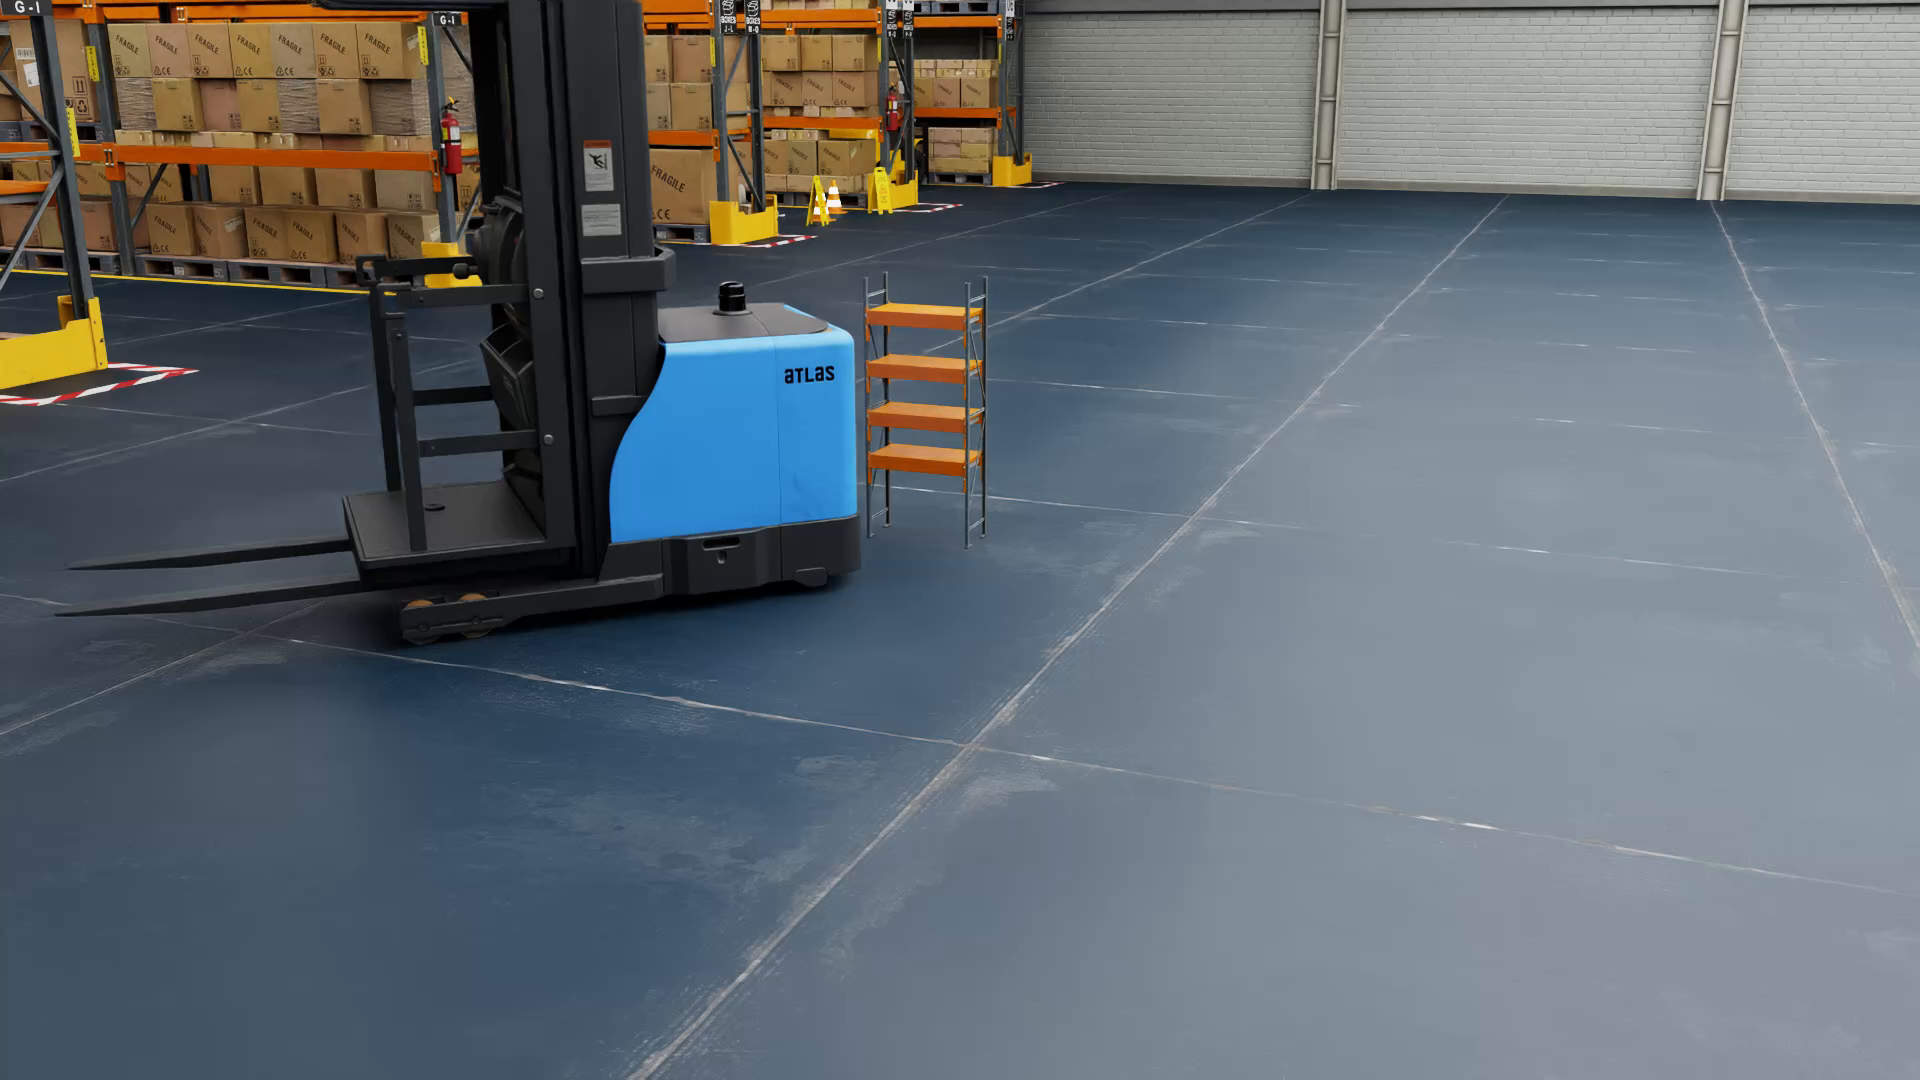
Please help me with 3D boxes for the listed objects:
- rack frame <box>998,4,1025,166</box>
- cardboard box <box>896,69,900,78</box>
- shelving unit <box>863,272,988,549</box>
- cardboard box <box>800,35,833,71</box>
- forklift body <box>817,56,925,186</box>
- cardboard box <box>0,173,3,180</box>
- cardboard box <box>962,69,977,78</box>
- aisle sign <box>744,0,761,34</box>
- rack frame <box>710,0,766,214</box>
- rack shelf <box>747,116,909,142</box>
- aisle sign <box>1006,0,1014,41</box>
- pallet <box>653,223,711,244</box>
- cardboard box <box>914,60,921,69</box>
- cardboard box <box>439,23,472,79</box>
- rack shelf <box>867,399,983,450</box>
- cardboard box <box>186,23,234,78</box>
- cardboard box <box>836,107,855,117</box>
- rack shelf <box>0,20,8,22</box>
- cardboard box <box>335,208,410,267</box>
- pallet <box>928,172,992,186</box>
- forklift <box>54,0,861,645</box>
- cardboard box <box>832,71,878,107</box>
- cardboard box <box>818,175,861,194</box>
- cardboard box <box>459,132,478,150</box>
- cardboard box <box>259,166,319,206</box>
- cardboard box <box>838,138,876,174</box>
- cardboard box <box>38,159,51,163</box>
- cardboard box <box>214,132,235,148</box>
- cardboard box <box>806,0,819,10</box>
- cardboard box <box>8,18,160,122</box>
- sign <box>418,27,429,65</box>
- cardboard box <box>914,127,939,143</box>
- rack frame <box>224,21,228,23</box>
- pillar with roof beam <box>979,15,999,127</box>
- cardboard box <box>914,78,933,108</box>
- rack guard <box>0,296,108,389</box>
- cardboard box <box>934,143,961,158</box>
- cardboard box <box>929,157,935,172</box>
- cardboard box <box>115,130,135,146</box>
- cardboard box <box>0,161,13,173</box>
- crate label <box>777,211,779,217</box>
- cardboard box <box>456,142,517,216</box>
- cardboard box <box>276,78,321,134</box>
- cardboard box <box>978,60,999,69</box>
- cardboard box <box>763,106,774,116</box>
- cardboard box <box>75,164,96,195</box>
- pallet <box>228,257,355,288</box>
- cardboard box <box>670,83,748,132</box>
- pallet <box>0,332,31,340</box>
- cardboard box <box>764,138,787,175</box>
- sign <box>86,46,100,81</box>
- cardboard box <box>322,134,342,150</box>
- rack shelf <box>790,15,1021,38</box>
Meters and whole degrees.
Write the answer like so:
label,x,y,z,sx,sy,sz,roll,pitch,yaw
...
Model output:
label,x,y,z,sx,sy,sz,roll,pitch,yaw
rack frame,0.893,-7.695,28.801,0.127,3.000,1.000,6,17,21
cardboard box,-0.934,-8.192,29.167,0.250,0.149,0.380,6,17,20
shelving unit,-0.154,-0.593,7.565,0.503,1.200,0.258,6,17,21
cardboard box,-1.948,-7.128,24.341,0.500,0.500,0.700,6,17,21
forklift body,-1.540,-7.009,27.958,1.214,2.155,2.313,6,17,21
cardboard box,-14.220,-5.266,24.261,0.250,0.149,0.380,7,17,22
cardboard box,0.219,-8.036,28.632,0.250,0.149,0.380,7,17,22
aisle sign,-2.471,-6.433,19.788,0.004,0.787,0.394,6,17,21
rack frame,-2.647,-5.114,19.908,0.127,3.000,1.000,6,17,21
rack shelf,-2.785,-6.267,25.171,4.000,0.370,1.077,6,17,21
aisle sign,0.847,-8.861,28.153,0.004,0.787,0.394,6,17,21
pallet,-3.419,-3.836,20.508,1.213,0.211,1.003,6,17,21
cardboard box,-0.741,-8.284,28.954,0.250,0.149,0.380,7,17,22
cardboard box,-4.972,-4.636,15.755,0.500,0.500,0.500,6,17,21
rack shelf,-0.154,-0.529,7.583,0.480,0.148,0.258,6,17,21
cardboard box,-7.026,-4.704,15.990,0.500,0.500,0.500,6,17,21
cardboard box,-1.627,-6.267,24.331,0.250,0.149,0.380,6,17,20
rack shelf,-15.670,-7.641,24.523,4.000,0.370,1.077,6,17,21
cardboard box,-5.704,-2.959,16.217,0.500,0.500,0.500,12,20,35
pallet,0.166,-6.424,29.422,1.213,0.211,1.003,6,17,21
forklift,-1.983,-1.178,6.473,3.031,2.935,1.130,-7,18,-22
cardboard box,-1.531,-6.583,24.255,0.500,0.500,0.500,6,17,20
cardboard box,-1.798,-5.304,24.743,0.500,0.250,0.500,6,17,20
cardboard box,-4.738,-3.808,15.861,0.250,0.149,0.380,6,17,21
cardboard box,-8.741,-4.879,22.382,0.750,0.750,1.050,7,17,21
cardboard box,-1.596,-5.806,25.125,0.500,0.500,0.500,6,17,19
cardboard box,-12.723,-5.505,23.640,0.500,0.250,0.500,7,18,22
cardboard box,-7.020,-3.905,16.194,0.250,0.149,0.380,6,17,21
cardboard box,-2.048,-7.788,24.189,0.250,0.149,0.380,6,17,21
cardboard box,-8.969,-4.854,17.185,1.000,1.000,1.000,6,17,21
sign,-4.783,-4.403,14.818,0.005,0.325,0.100,6,17,21
cardboard box,-0.600,-7.123,29.214,0.500,0.250,0.500,7,17,21
rack frame,-12.088,-7.635,28.594,0.127,3.000,1.000,6,17,21
pillar with roof beam,-1.003,-9.765,25.169,0.400,9.000,9.100,6,17,21
cardboard box,-0.617,-7.834,29.097,0.500,0.500,0.500,6,17,20
rack guard,-6.466,-1.348,11.421,0.348,0.500,1.175,6,17,21
cardboard box,-0.137,-6.840,29.135,0.500,0.250,0.500,6,17,20
cardboard box,-0.581,-6.650,29.377,0.500,0.250,0.500,6,17,21
cardboard box,-8.192,-4.026,16.612,0.250,0.149,0.380,6,17,21
cardboard box,-14.054,-5.548,24.699,0.250,0.149,0.380,7,18,23
crate label,-2.643,-4.484,22.874,0.298,0.136,0.250,-2,16,-8
cardboard box,-5.808,-4.622,21.271,0.875,0.875,0.875,7,17,21
cardboard box,-6.021,-4.174,15.959,0.500,0.500,0.875,6,17,21
cardboard box,0.483,-8.180,28.593,0.250,0.149,0.380,6,17,21
cardboard box,-2.766,-6.431,24.897,0.250,0.149,0.380,6,17,21
cardboard box,-12.235,-5.094,23.571,0.500,0.500,0.500,7,17,22
pallet,-6.505,-2.724,16.677,1.213,0.211,1.003,6,17,21
cardboard box,-3.009,-5.212,19.977,0.550,0.550,0.875,6,17,21
pallet,-7.220,-1.294,11.752,1.213,0.211,1.003,6,17,21
cardboard box,-2.719,-5.769,25.000,0.500,0.500,0.500,6,17,19
sign,-8.482,-4.658,16.263,0.005,0.325,0.100,6,17,21
cardboard box,-5.830,-3.796,15.821,0.250,0.149,0.380,6,17,21
rack shelf,-0.967,-8.995,29.188,4.000,0.370,1.077,6,17,21
